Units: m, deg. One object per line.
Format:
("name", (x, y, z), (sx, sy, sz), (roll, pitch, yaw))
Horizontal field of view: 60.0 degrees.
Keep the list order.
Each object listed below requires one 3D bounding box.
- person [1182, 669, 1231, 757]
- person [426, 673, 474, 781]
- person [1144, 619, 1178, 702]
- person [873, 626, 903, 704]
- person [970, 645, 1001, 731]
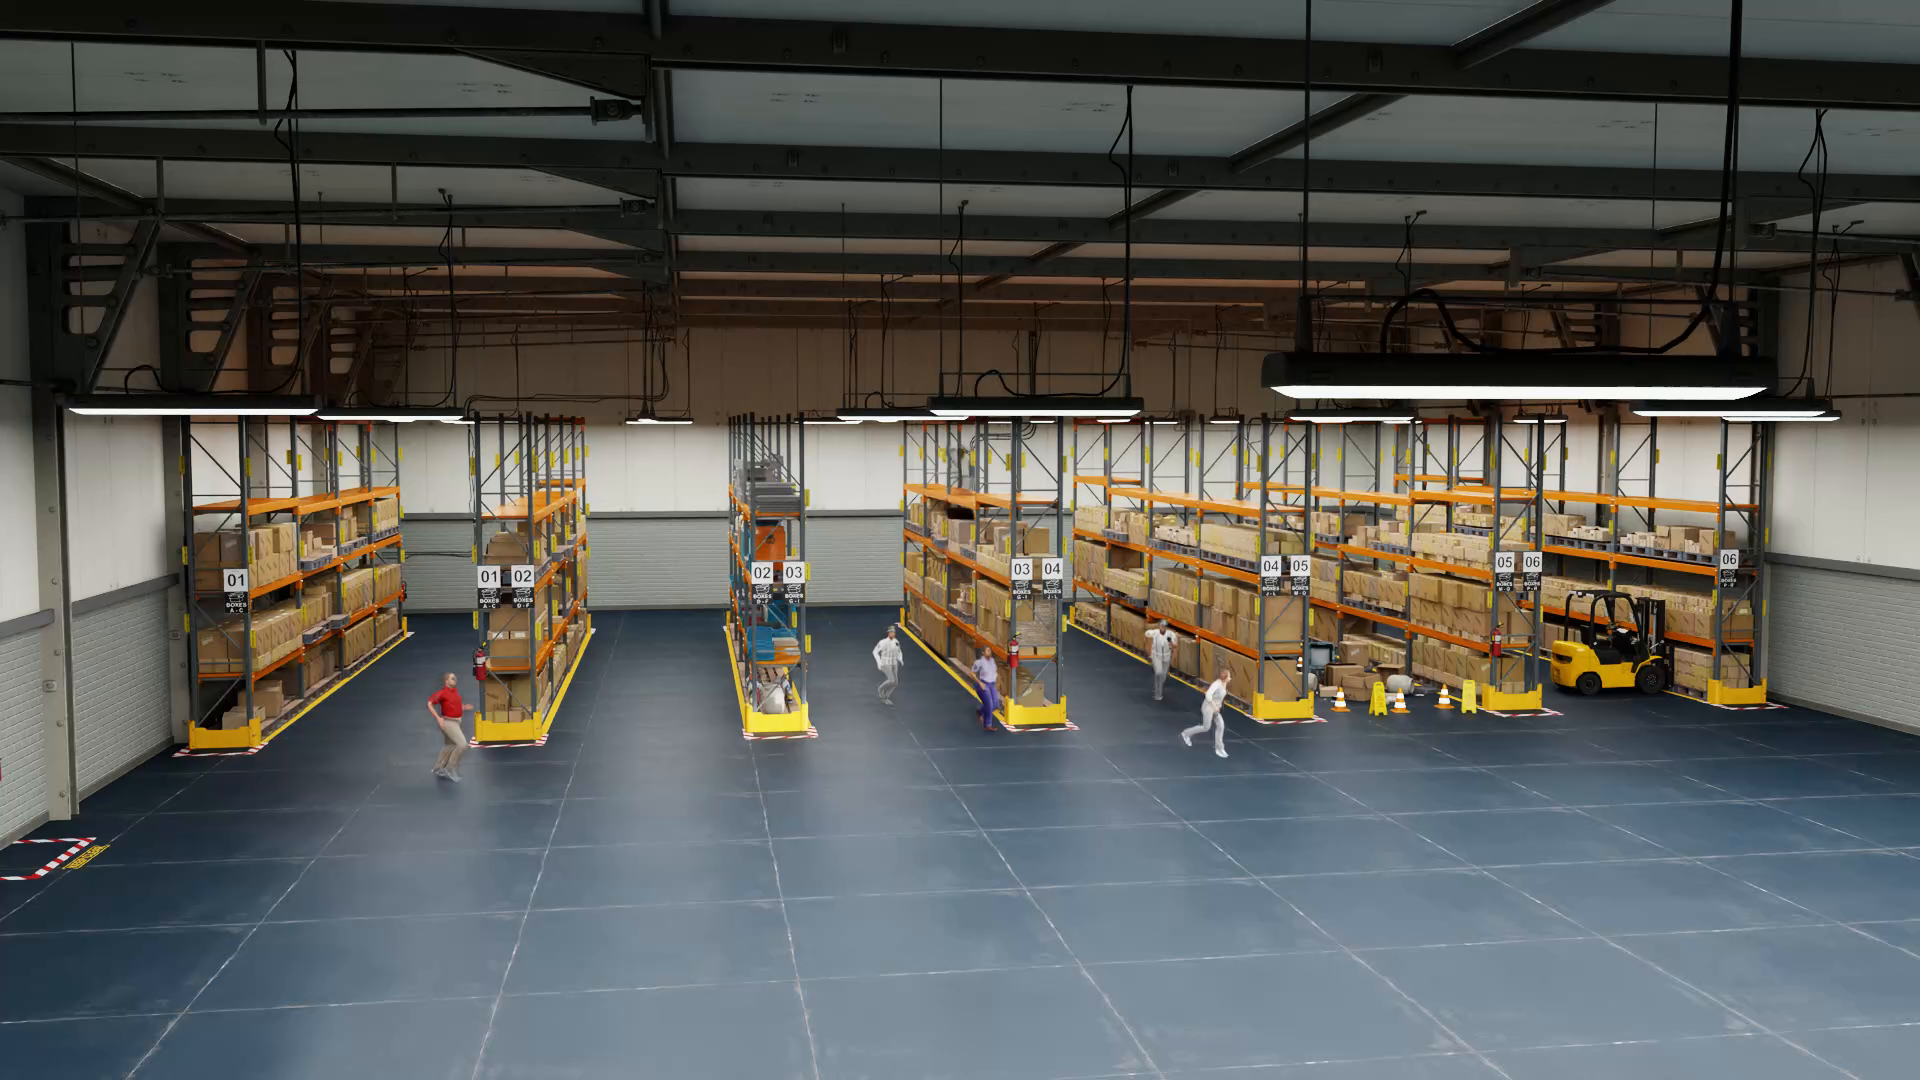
("person", (4.311, 3.000, 29.093), (0.897, 1.549, 0.559), (2, 4, 27))
("person", (-8.250, 3.039, 27.008), (0.728, 1.773, 0.638), (0, 4, 4))
("person", (4.205, 2.499, 34.800), (0.646, 1.750, 0.926), (-1, 4, -9))
("person", (-1.422, 2.577, 34.230), (0.601, 1.645, 0.554), (-3, 5, -38))
("person", (0.475, 2.796, 31.404), (0.603, 1.584, 0.613), (-4, 5, -44))
